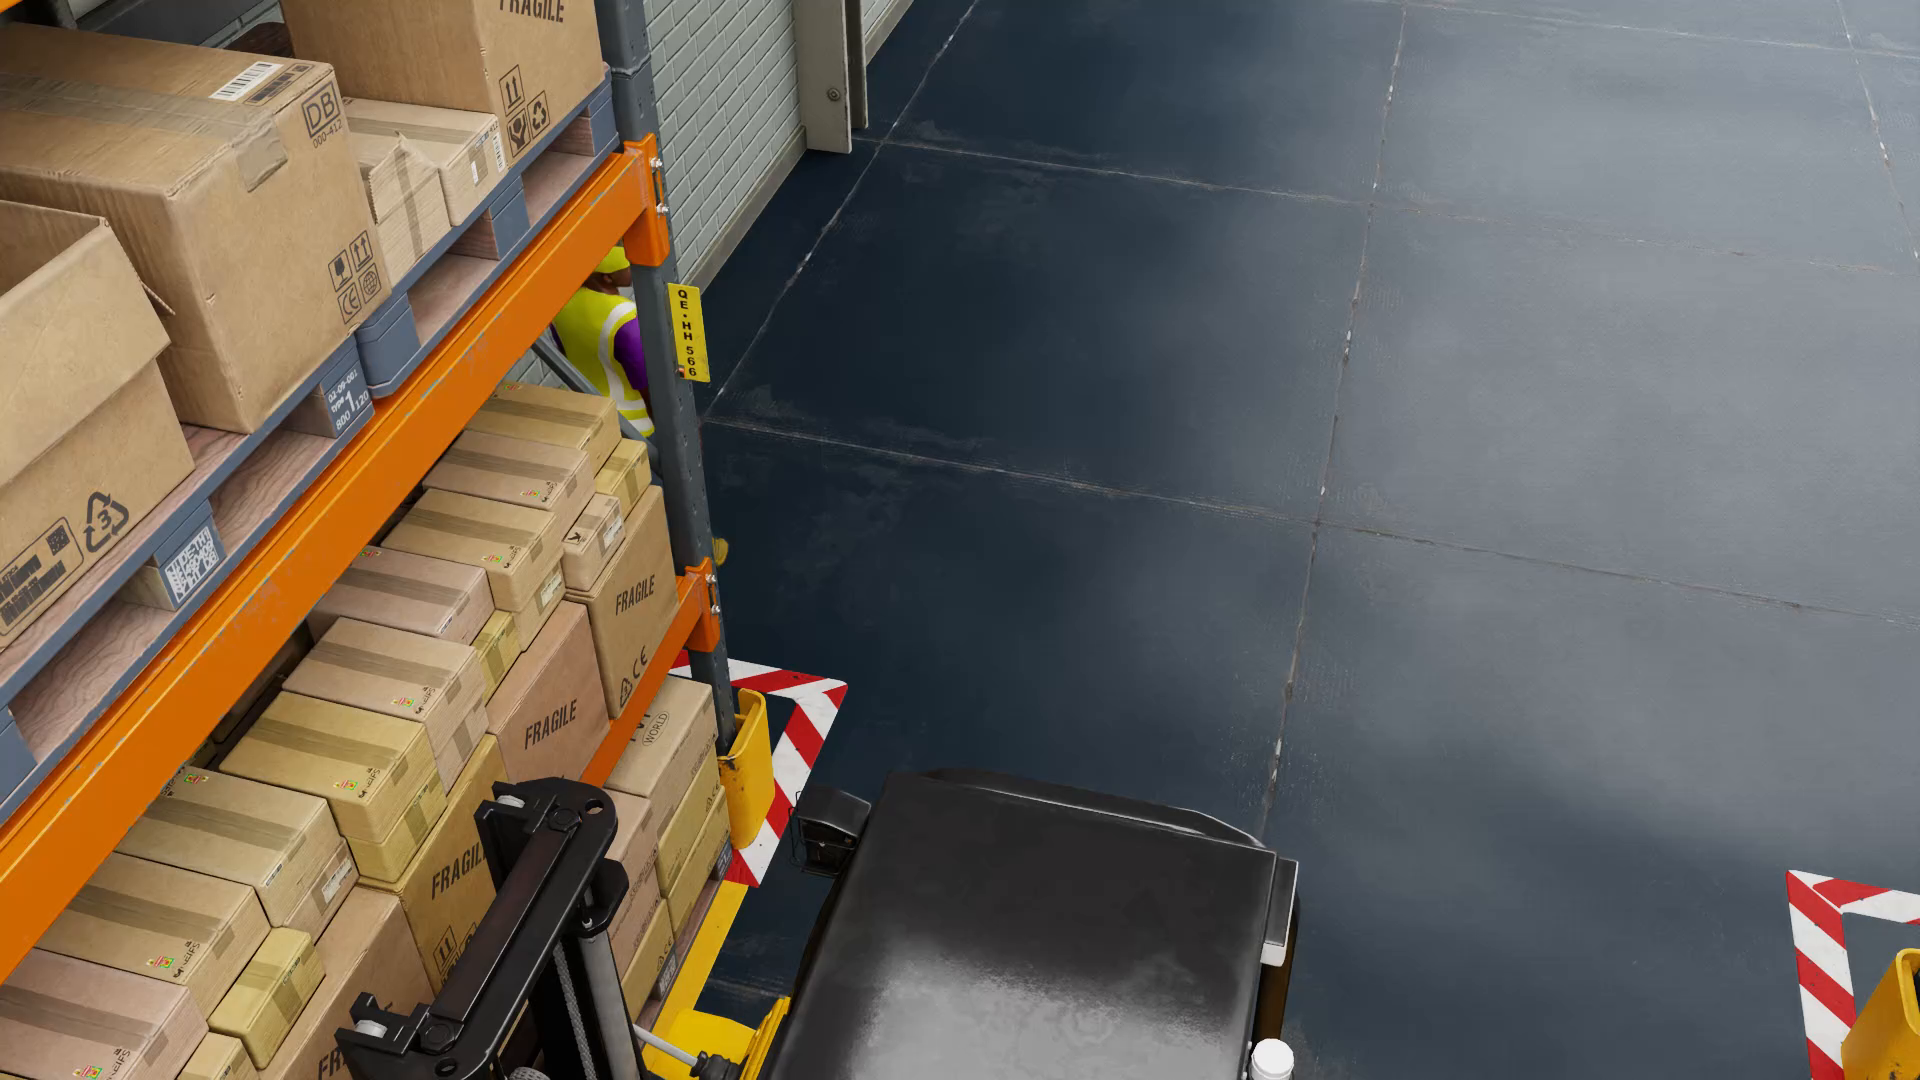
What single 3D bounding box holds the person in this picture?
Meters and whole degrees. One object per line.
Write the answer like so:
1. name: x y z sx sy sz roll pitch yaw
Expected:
1. person: -1.318 -0.498 6.691 0.647 1.766 0.607 22 45 23
